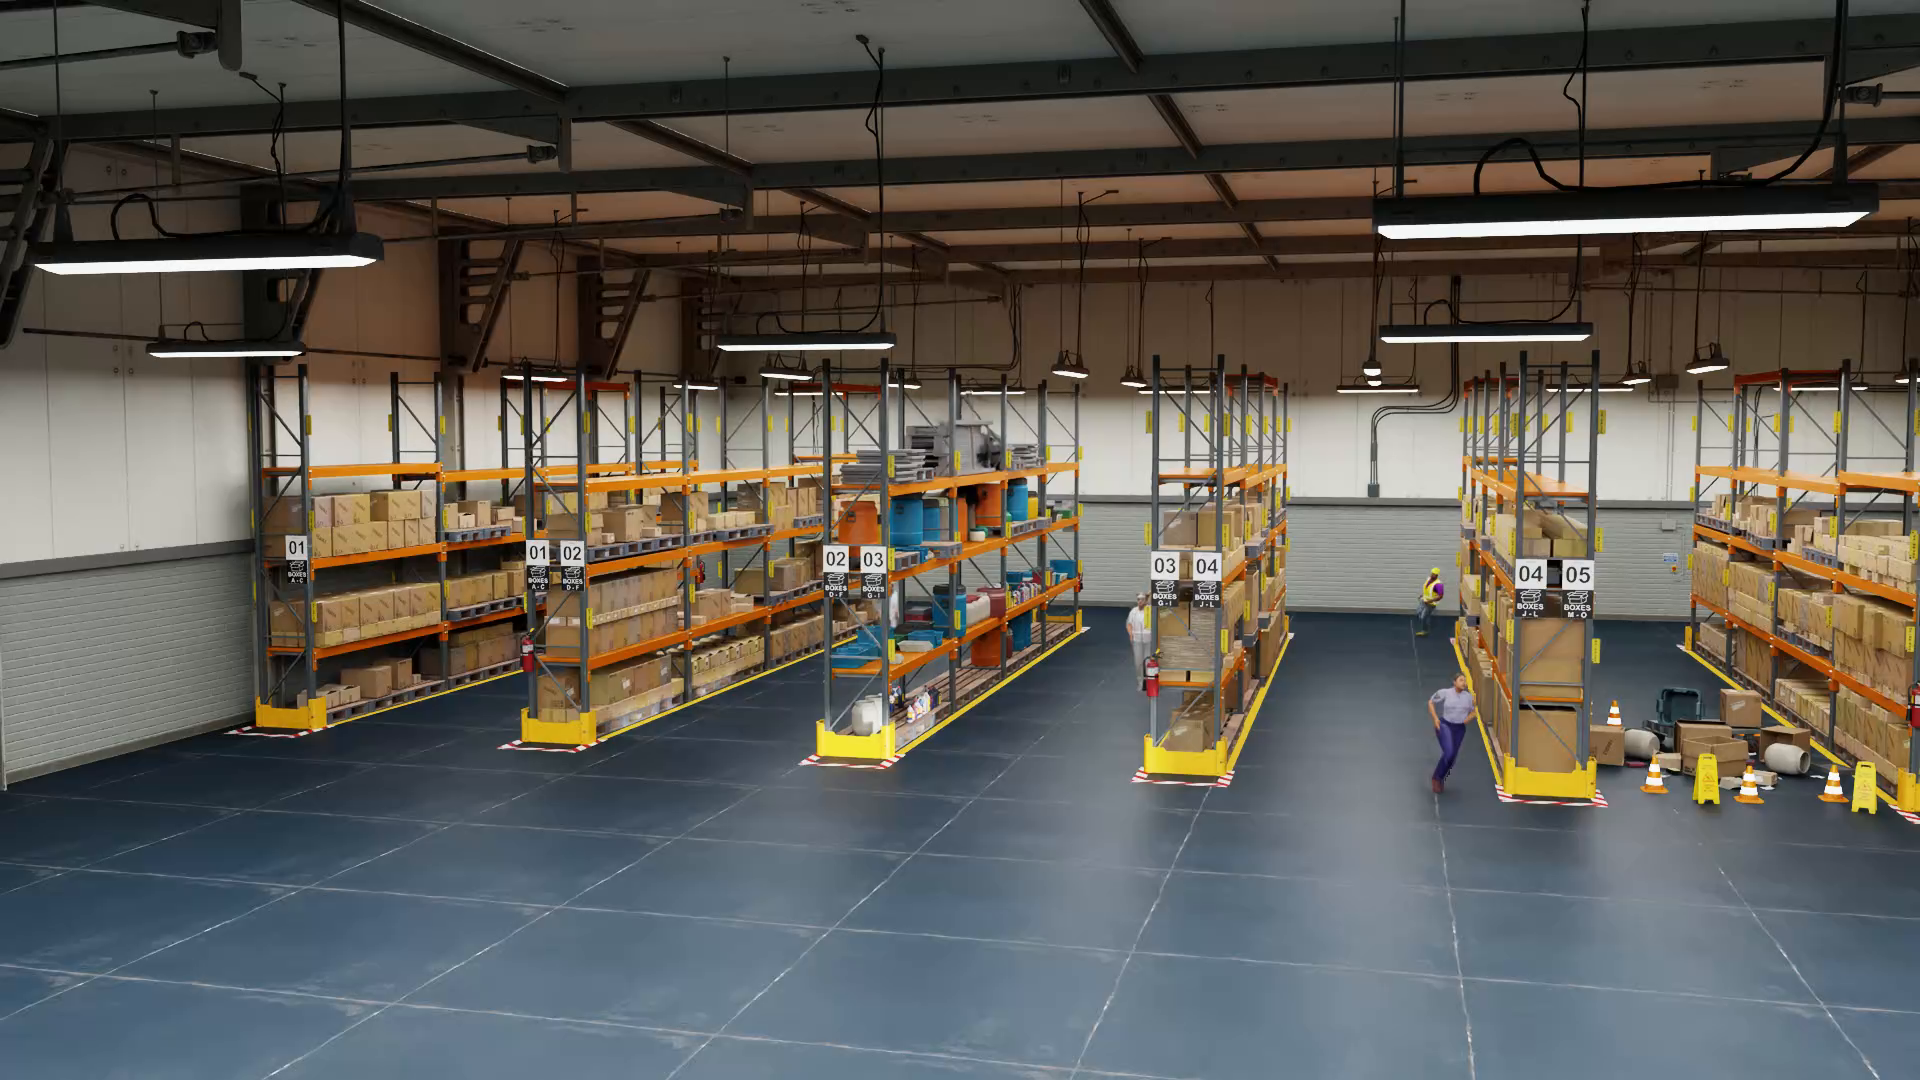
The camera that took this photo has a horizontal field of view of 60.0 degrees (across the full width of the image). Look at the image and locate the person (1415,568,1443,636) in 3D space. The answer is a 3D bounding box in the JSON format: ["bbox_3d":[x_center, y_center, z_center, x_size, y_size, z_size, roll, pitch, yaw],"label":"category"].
[{"bbox_3d":[11.078,1.462,39.288,0.560,1.656,0.881,-2,4,-24],"label":"person"}]

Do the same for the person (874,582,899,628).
[{"bbox_3d":[-1.510,1.596,35.428,0.659,1.602,0.707,0,4,0],"label":"person"}]

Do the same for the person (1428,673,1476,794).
[{"bbox_3d":[6.738,2.643,22.759,0.636,1.637,0.624,-1,4,-13],"label":"person"}]

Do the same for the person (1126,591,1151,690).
[{"bbox_3d":[3.275,1.798,29.699,0.661,1.771,0.472,1,4,16],"label":"person"}]
